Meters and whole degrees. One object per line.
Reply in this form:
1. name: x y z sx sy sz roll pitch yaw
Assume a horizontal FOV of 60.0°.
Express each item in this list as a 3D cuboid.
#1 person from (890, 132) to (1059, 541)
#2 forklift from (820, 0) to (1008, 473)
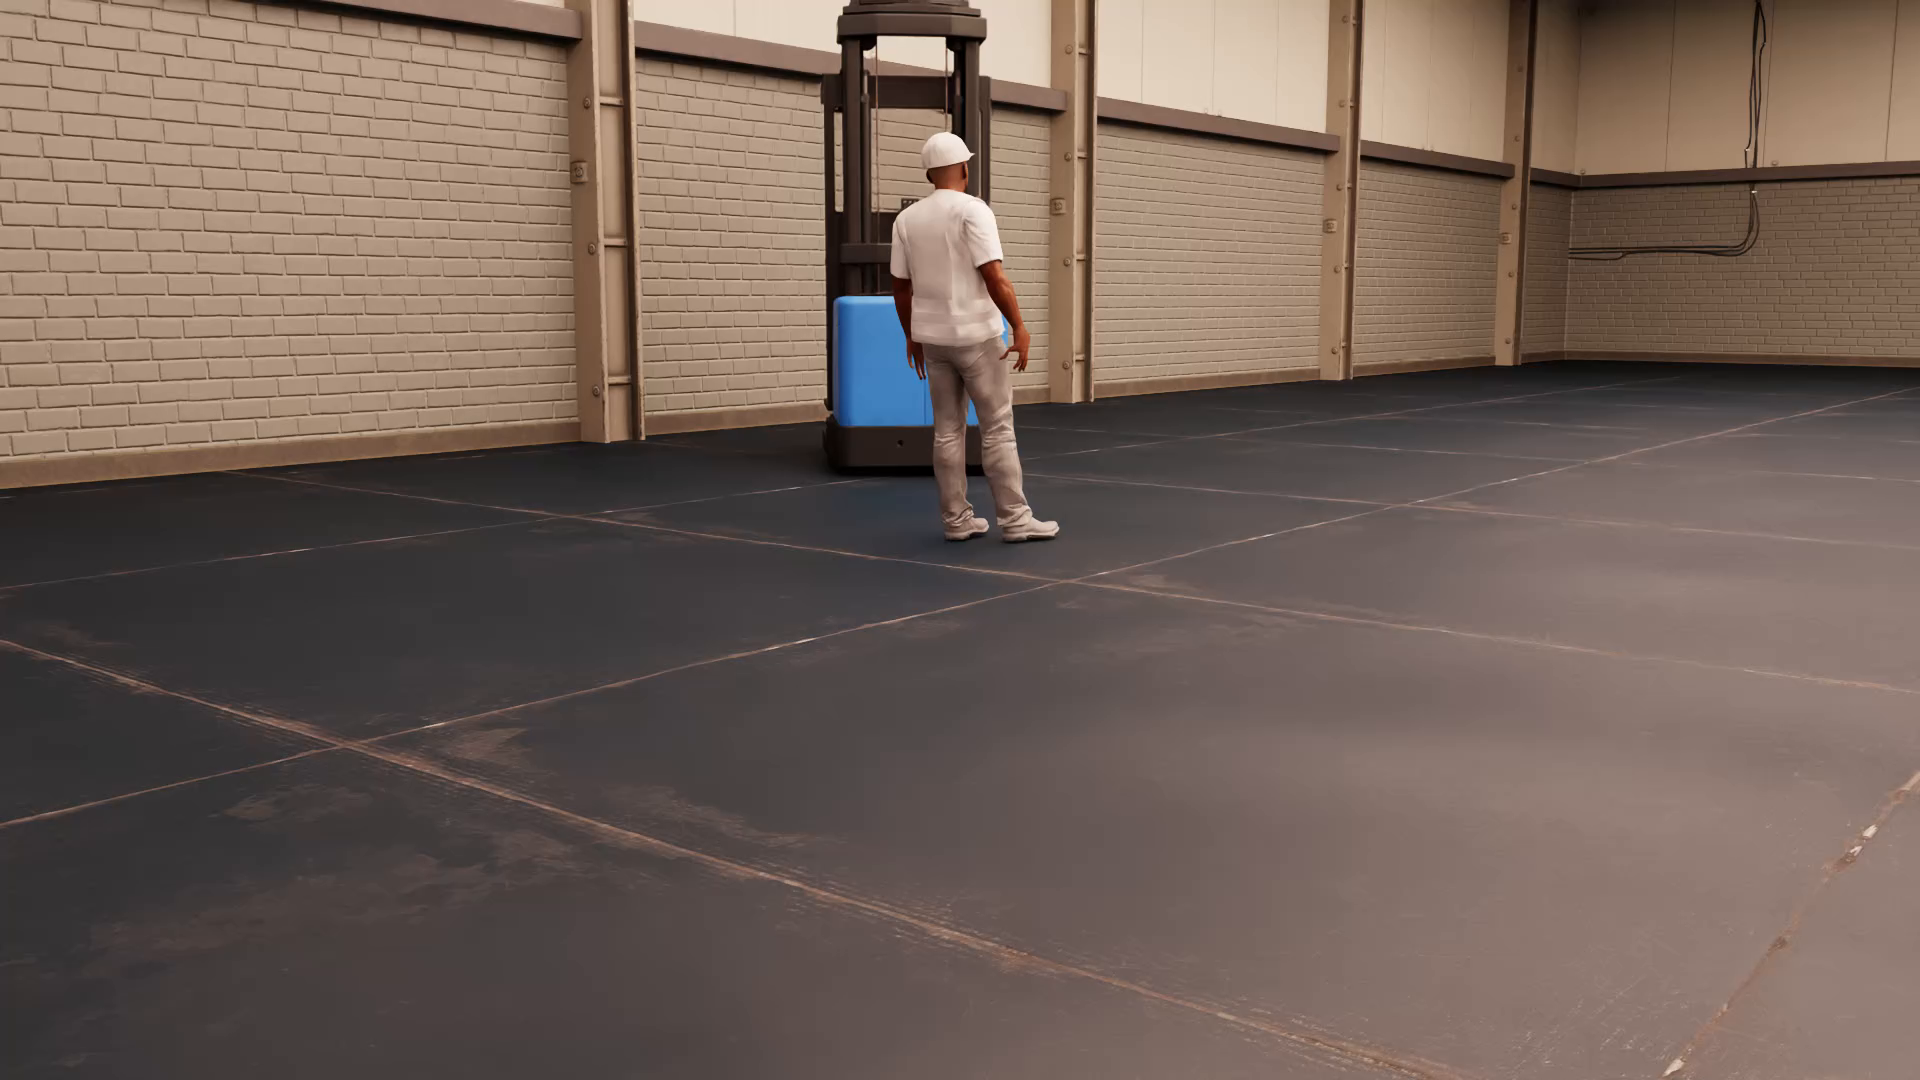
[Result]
1. person: 0.049 -0.888 7.326 0.665 1.766 0.576 7 11 38
2. forklift: -0.372 -2.039 11.212 1.130 2.935 3.031 -1 8 -6
